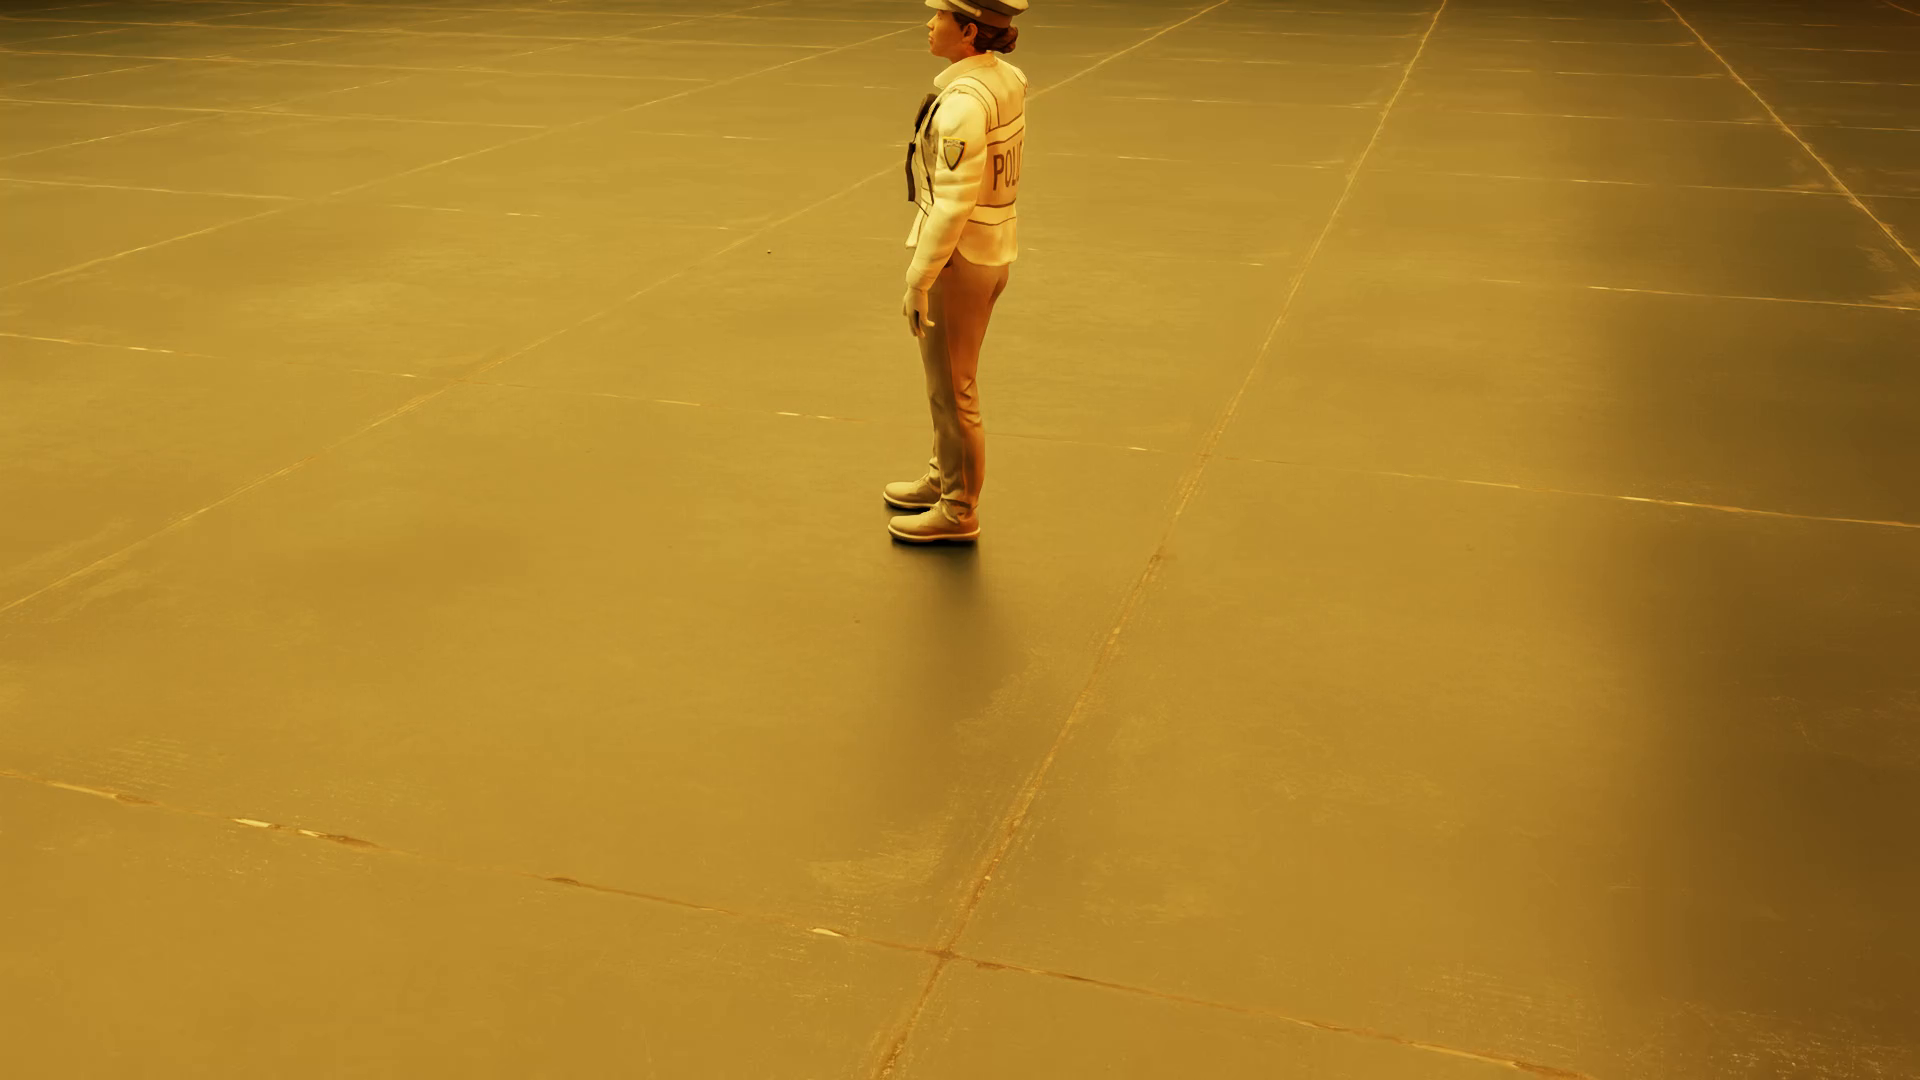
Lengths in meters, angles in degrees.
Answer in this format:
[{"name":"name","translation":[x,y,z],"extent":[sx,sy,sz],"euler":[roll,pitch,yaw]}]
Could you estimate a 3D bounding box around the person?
[{"name":"person","translation":[-0.064,-0.800,4.820],"extent":[0.530,1.694,0.586],"euler":[7,23,16]}]
